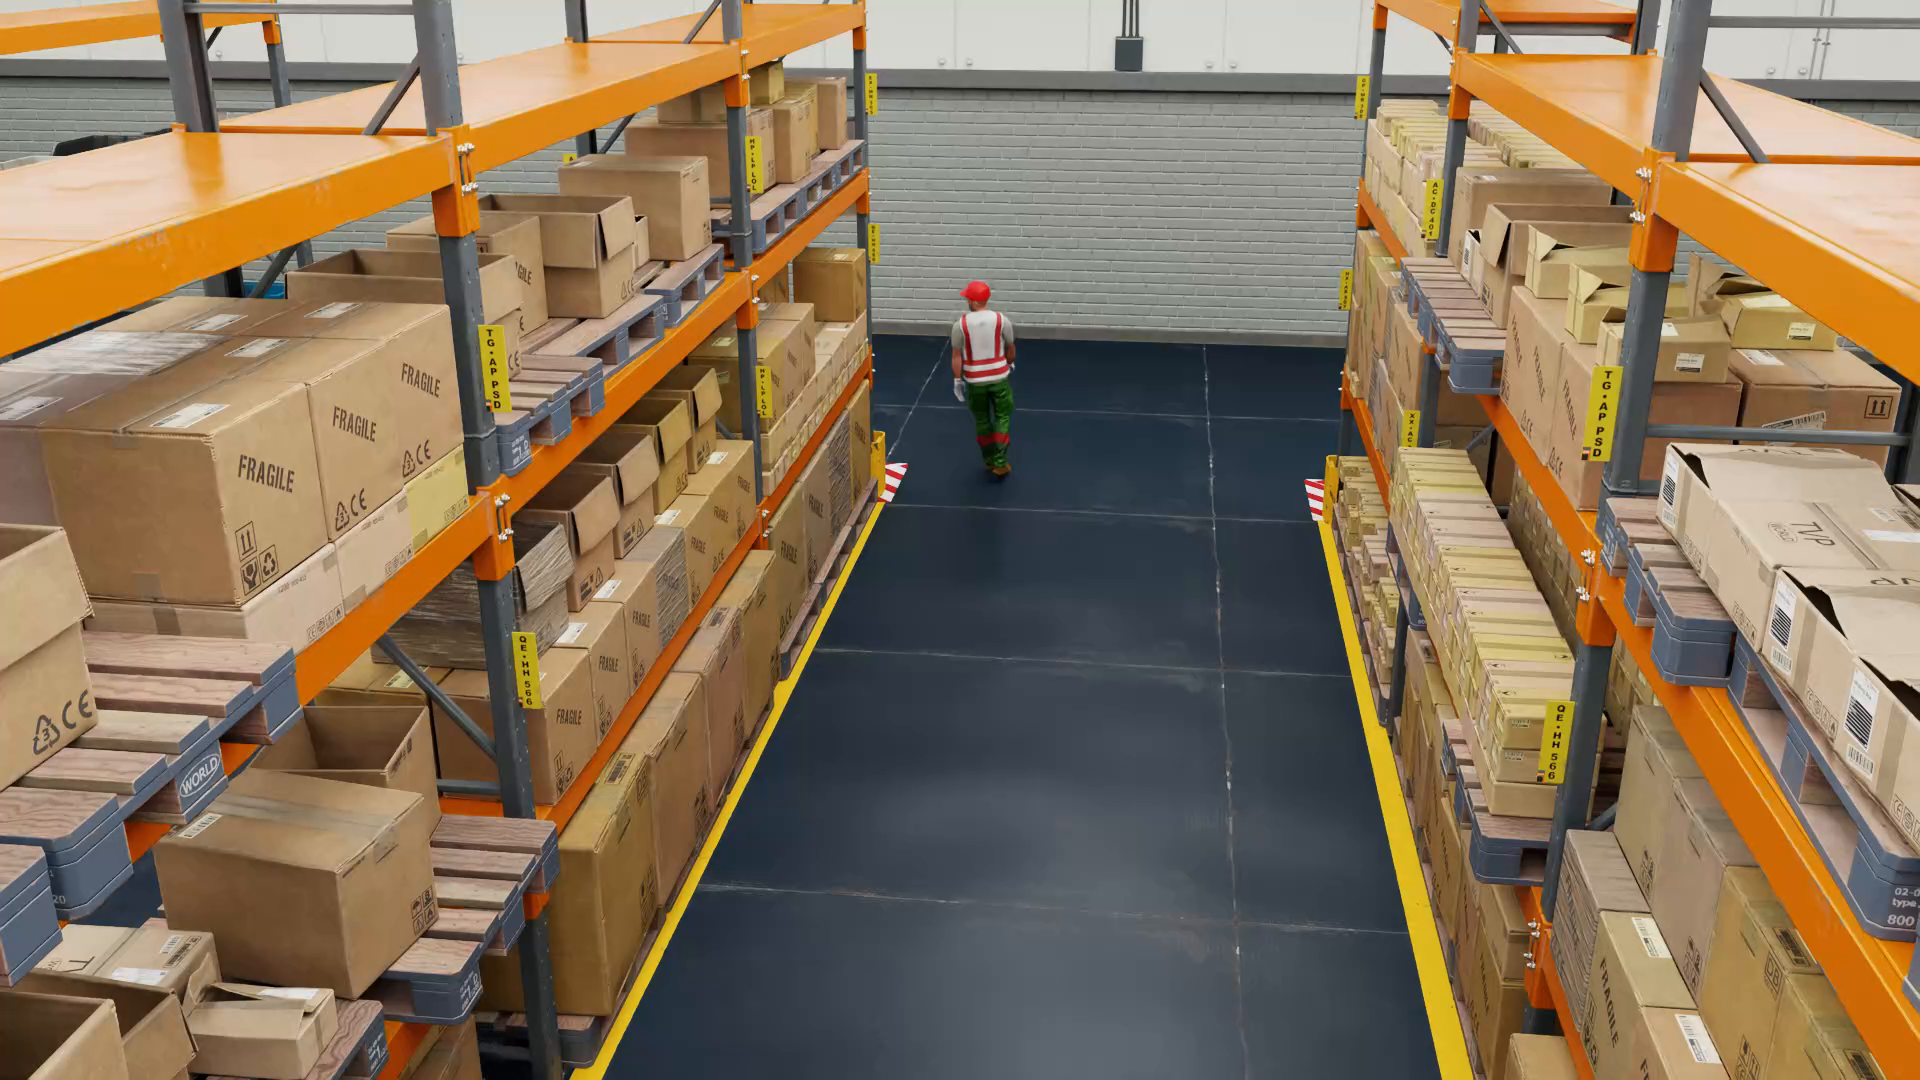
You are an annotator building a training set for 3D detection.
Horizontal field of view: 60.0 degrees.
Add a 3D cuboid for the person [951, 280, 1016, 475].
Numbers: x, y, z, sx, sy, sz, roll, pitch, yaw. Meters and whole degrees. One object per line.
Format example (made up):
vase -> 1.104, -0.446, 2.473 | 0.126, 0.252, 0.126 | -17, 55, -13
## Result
person -> 0.211, -1.447, 14.814 | 0.566, 1.788, 0.599 | 1, 21, 2
